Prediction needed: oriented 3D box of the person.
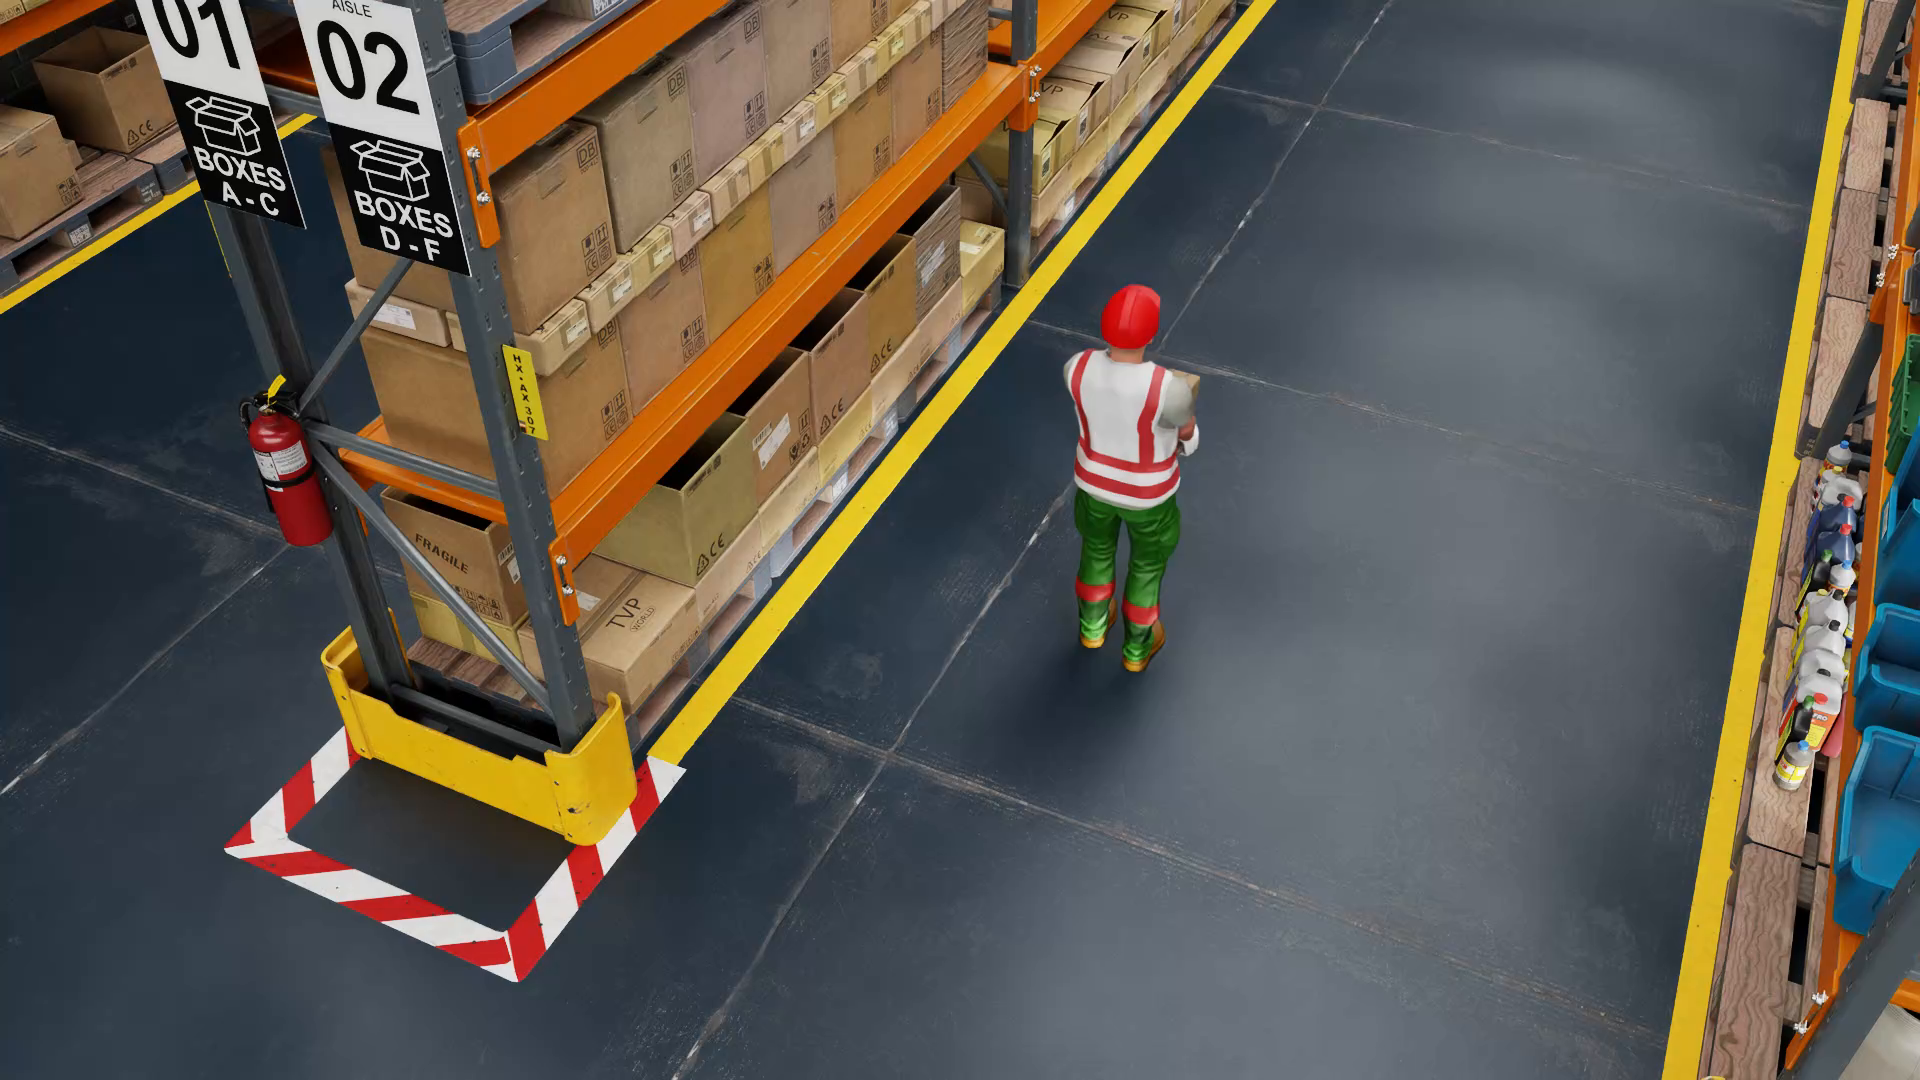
[{"bbox_3d":[0.670,-0.283,6.463,0.494,1.784,0.556,18,45,19],"label":"person"}]
